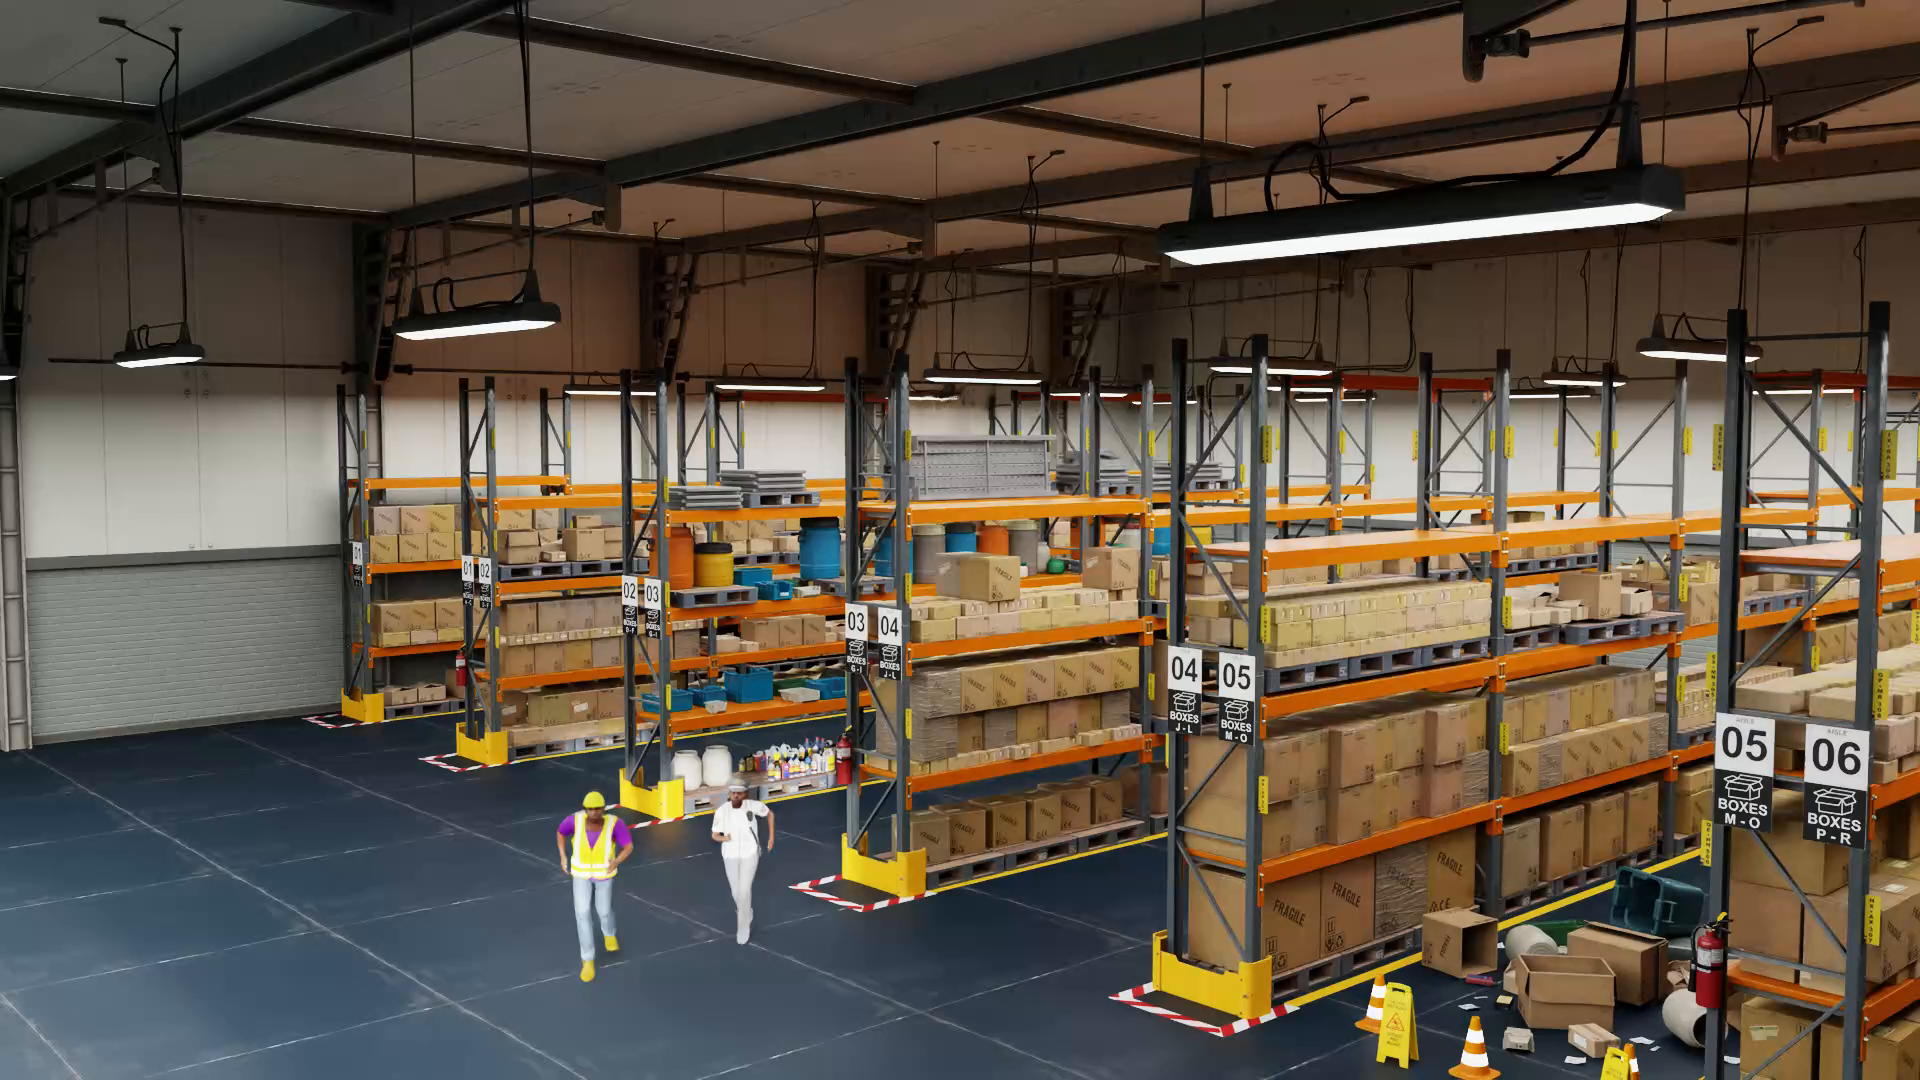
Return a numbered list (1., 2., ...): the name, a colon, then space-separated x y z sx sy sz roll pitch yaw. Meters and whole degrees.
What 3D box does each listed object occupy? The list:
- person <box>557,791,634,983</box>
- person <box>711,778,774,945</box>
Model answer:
1. person: -3.513 3.245 16.028 0.735 1.744 1.007 0 4 -6
2. person: -2.203 3.219 16.851 0.602 1.693 0.809 0 4 1
